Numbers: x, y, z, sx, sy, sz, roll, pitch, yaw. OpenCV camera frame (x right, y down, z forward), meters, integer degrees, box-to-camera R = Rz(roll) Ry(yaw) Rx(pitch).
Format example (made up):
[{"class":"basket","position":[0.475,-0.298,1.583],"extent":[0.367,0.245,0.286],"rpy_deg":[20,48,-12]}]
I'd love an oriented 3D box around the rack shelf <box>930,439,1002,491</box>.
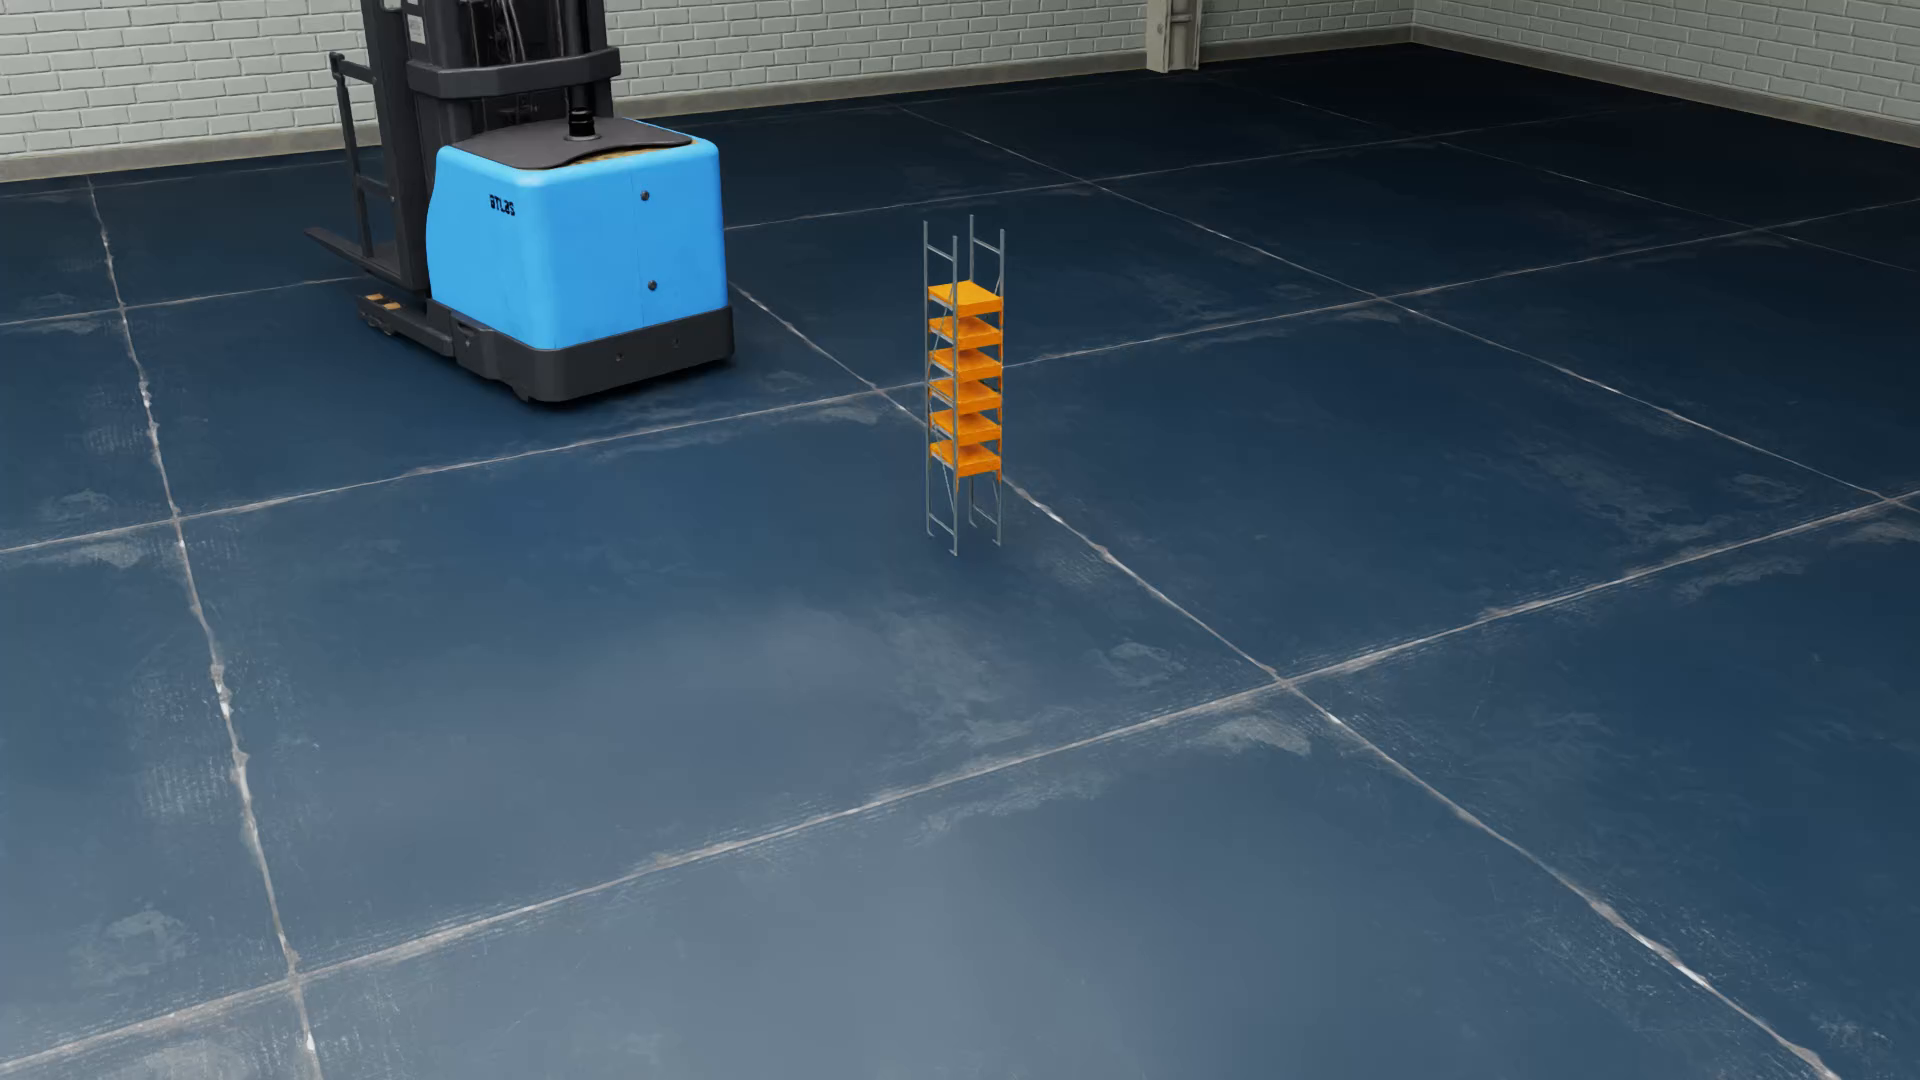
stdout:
[{"class":"rack shelf","position":[0.013,-0.287,6.120],"extent":[0.180,0.103,0.258],"rpy_deg":[-13,29,-25]}]

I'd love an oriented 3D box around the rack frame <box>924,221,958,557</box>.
[{"class":"rack frame","position":[-0.068,-0.525,5.958],"extent":[0.006,1.200,0.240],"rpy_deg":[-13,29,-25]}]

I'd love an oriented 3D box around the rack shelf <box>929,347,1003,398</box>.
[{"class":"rack shelf","position":[0.013,-0.612,5.964],"extent":[0.180,0.103,0.258],"rpy_deg":[-13,29,-25]}]

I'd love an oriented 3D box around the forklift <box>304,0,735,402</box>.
[{"class":"forklift","position":[-2.441,-2.485,8.039],"extent":[1.130,2.935,3.031],"rpy_deg":[-21,33,-37]}]

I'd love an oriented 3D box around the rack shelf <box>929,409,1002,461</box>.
[{"class":"rack shelf","position":[0.013,-0.396,6.068],"extent":[0.180,0.103,0.258],"rpy_deg":[-13,29,-25]}]

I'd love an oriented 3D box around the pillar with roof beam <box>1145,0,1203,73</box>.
[{"class":"pillar with roof beam","position":[3.967,-6.739,9.889],"extent":[0.400,9.000,9.100],"rpy_deg":[-13,29,-25]}]

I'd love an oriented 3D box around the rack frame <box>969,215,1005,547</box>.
[{"class":"rack frame","position":[0.094,-0.562,6.035],"extent":[0.006,1.200,0.240],"rpy_deg":[-13,29,-25]}]

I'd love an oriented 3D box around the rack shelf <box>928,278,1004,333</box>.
[{"class":"rack shelf","position":[0.013,-0.828,5.860],"extent":[0.180,0.103,0.258],"rpy_deg":[-13,29,-25]}]

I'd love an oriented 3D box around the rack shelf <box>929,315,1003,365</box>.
[{"class":"rack shelf","position":[0.013,-0.720,5.912],"extent":[0.180,0.103,0.258],"rpy_deg":[-13,29,-25]}]

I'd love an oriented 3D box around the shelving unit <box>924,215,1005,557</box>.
[{"class":"shelving unit","position":[0.013,-0.544,5.996],"extent":[0.189,1.200,0.258],"rpy_deg":[-13,29,-25]}]

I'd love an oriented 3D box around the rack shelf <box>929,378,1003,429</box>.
[{"class":"rack shelf","position":[0.013,-0.504,6.016],"extent":[0.180,0.103,0.258],"rpy_deg":[-13,29,-25]}]
